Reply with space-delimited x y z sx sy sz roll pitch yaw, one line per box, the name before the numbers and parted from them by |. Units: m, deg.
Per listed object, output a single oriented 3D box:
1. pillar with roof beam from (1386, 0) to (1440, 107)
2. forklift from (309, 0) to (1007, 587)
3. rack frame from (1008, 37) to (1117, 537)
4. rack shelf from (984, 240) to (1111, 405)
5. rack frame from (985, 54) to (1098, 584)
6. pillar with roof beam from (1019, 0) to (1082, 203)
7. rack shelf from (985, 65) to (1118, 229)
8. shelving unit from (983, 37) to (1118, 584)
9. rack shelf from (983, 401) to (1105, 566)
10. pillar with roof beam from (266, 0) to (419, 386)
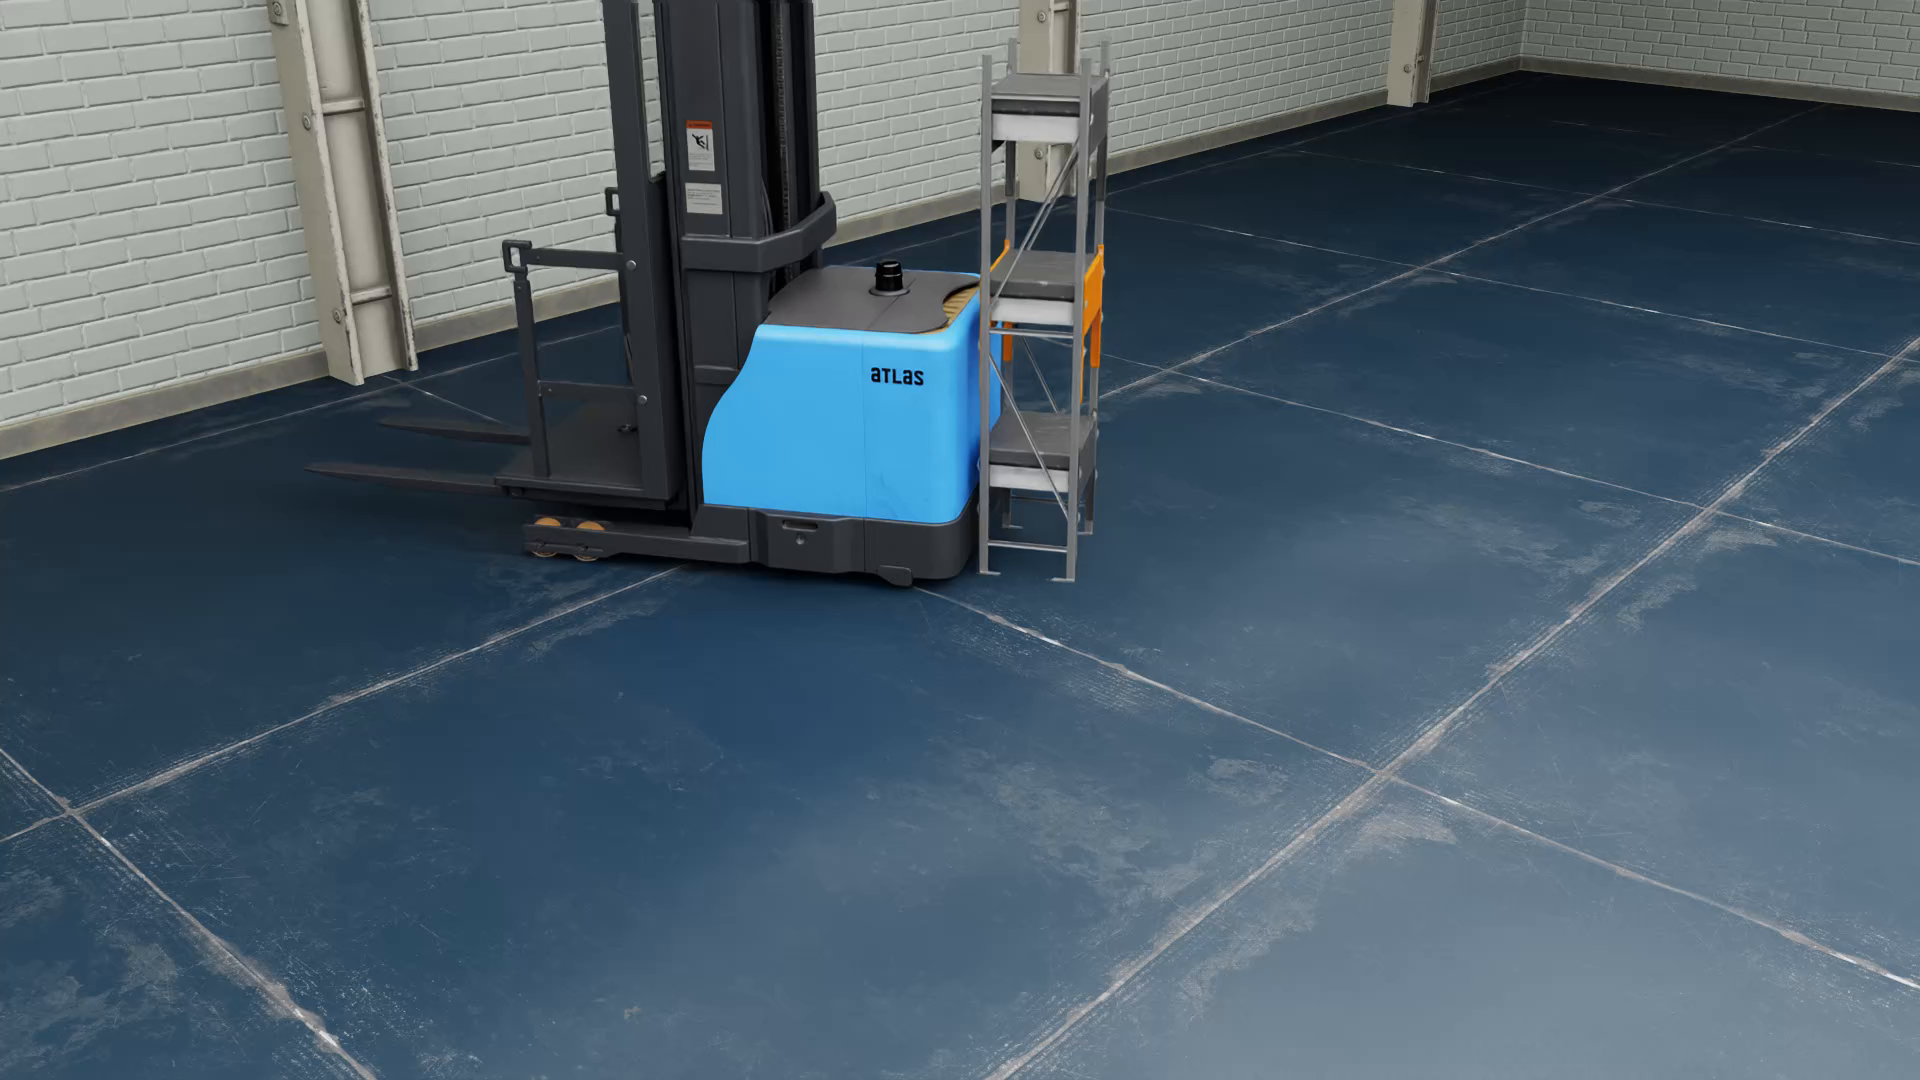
pillar with roof beam | 7.909 -7.537 13.060 9.100 9.000 0.400 20 31 38
forklift | -1.355 -1.447 6.894 3.031 2.935 1.130 5 25 12
rack frame | 0.409 -0.992 6.896 0.400 2.100 0.015 5 25 12
rack shelf | 0.355 -0.882 6.685 0.431 0.518 0.480 5 25 12
rack frame | 0.301 -0.797 6.462 0.400 2.100 0.015 5 25 12
pillar with roof beam | 3.904 -5.709 8.983 9.100 9.000 0.400 20 31 38
rack shelf | 0.355 -1.521 6.398 0.431 0.518 0.480 5 25 12
shelving unit | 0.355 -0.895 6.679 0.431 2.100 0.503 5 25 12
rack shelf | 0.355 -0.244 6.971 0.431 0.518 0.480 5 25 12
pillar with roof beam | -0.100 -3.881 4.906 9.100 9.000 0.400 20 31 38
